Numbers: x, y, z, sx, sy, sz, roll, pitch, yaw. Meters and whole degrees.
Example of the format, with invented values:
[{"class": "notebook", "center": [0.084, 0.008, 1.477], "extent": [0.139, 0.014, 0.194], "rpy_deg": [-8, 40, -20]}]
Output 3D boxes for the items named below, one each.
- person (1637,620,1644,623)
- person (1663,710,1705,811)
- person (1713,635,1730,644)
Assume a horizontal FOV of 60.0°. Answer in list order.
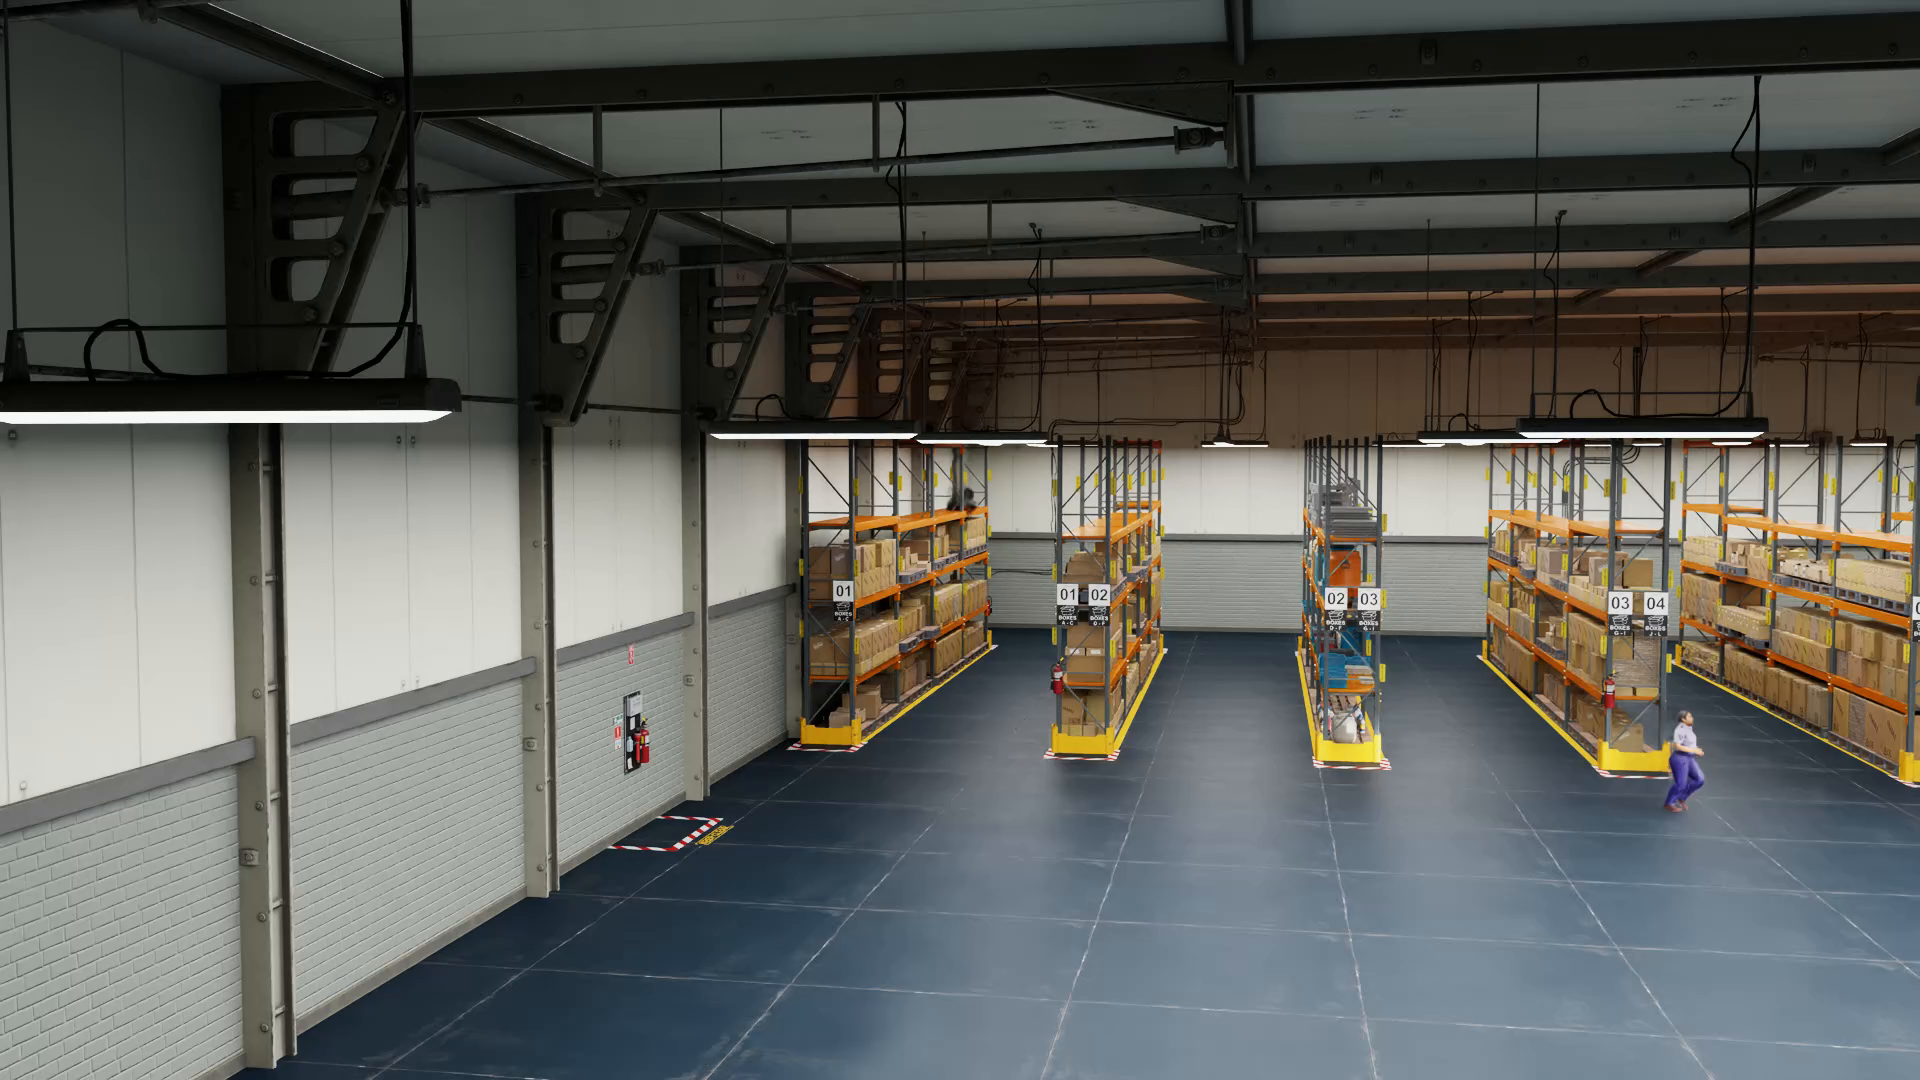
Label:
[{"class": "person", "center": [17.877, 2.496, 43.388], "extent": [0.665, 1.810, 0.882], "rpy_deg": [1, 3, 23]}, {"class": "person", "center": [11.431, 3.492, 26.214], "extent": [0.622, 1.627, 0.599], "rpy_deg": [3, 4, 42]}, {"class": "person", "center": [21.229, 2.380, 46.345], "extent": [0.853, 1.728, 0.671], "rpy_deg": [-1, 3, -18]}]
